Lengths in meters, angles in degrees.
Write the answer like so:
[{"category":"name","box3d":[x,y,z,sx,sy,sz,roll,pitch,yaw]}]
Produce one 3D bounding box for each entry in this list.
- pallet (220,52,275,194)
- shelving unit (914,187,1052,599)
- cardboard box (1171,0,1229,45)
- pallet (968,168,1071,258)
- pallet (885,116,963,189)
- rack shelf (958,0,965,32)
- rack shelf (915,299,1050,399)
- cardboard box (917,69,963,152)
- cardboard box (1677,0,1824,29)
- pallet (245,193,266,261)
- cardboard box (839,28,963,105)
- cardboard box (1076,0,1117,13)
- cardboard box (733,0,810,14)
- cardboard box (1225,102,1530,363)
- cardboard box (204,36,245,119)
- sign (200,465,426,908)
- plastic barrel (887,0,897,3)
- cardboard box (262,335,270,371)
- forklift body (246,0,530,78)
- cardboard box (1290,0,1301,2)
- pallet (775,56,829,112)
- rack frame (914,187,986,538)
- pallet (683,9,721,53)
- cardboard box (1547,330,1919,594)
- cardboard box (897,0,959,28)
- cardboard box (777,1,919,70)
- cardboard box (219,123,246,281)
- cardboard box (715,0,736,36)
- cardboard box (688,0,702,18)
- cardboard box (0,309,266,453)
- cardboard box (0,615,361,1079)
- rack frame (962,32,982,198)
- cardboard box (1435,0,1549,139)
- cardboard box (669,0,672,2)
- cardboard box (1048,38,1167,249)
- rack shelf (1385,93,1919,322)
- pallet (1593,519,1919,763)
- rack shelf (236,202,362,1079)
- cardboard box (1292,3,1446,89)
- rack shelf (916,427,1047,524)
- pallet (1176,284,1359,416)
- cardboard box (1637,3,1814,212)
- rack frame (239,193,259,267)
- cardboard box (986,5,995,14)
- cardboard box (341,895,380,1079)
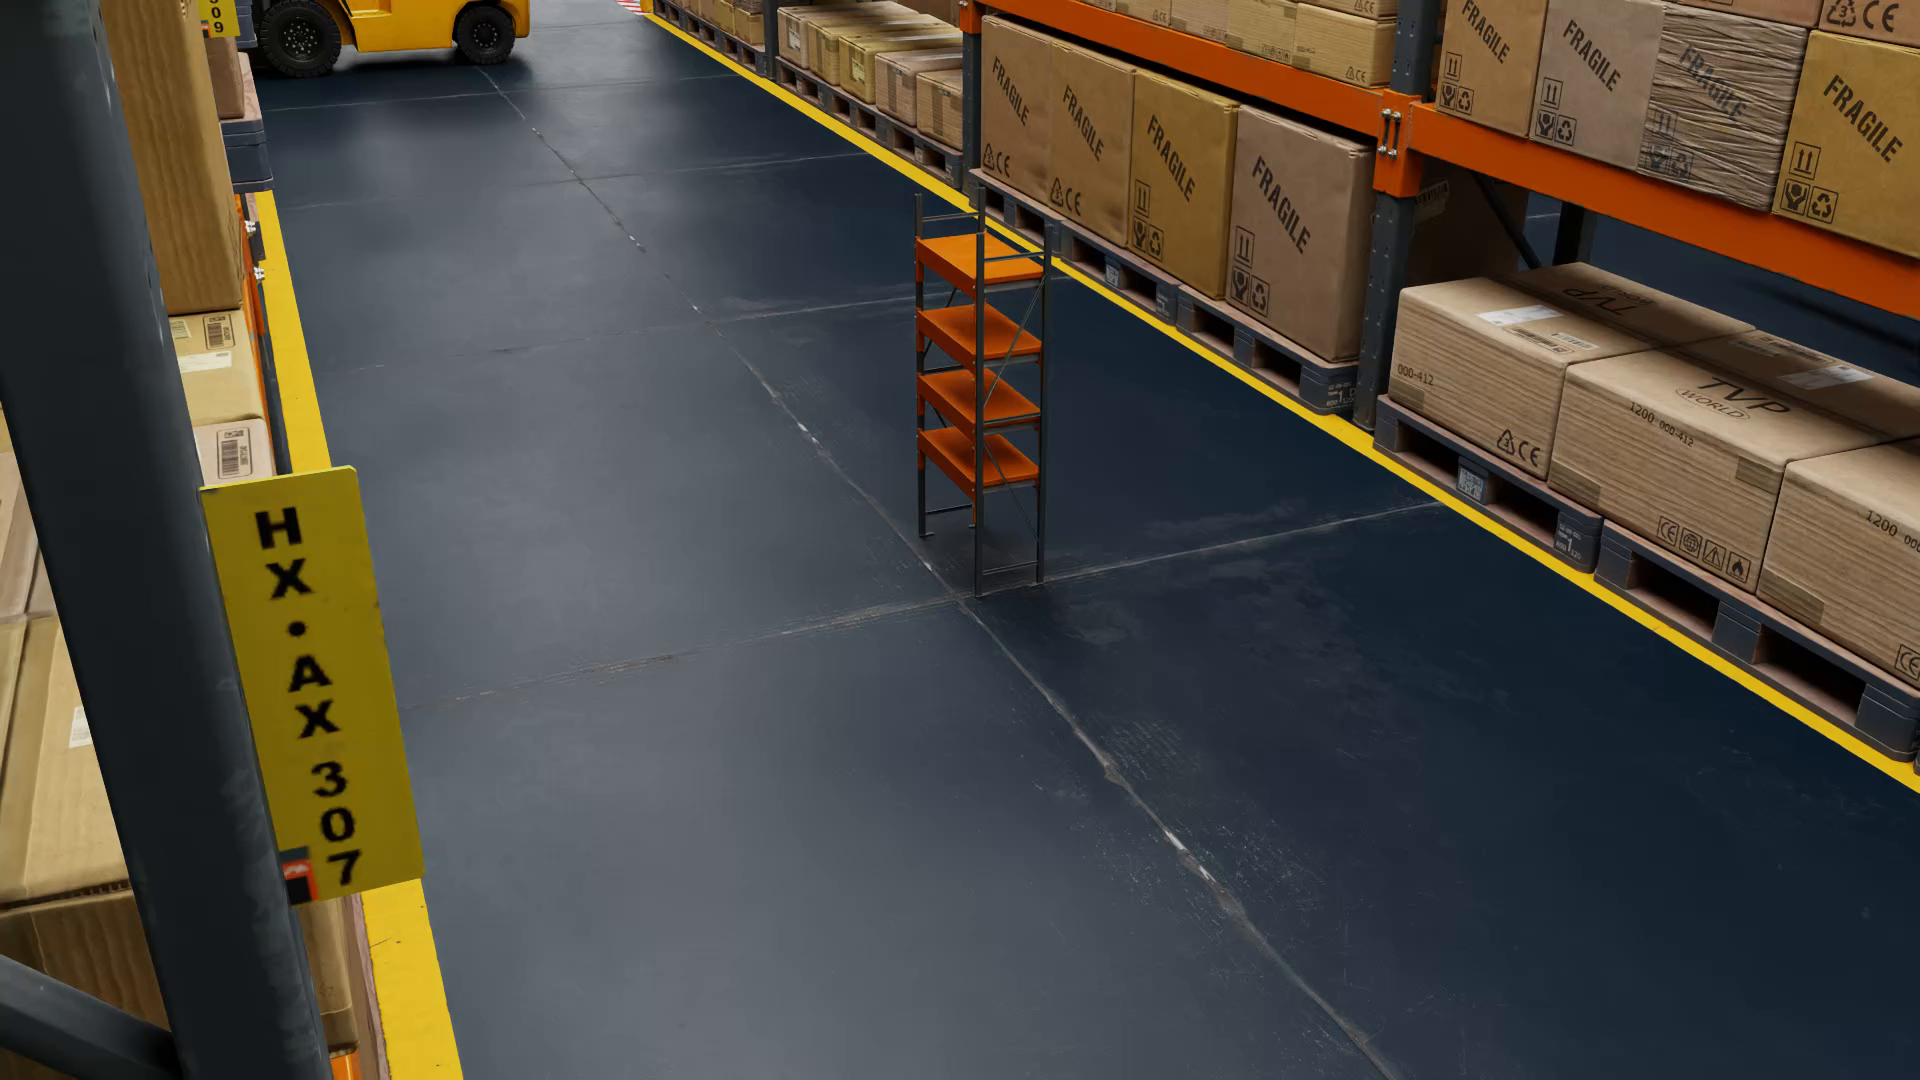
[{"category":"pallet","box3d":[-2.714,-1.281,5.173,1.003,0.211,1.213,-11,28,-21]},{"category":"shelving unit","box3d":[0.065,-0.472,5.350,0.258,1.200,0.503,-11,28,-21]},{"category":"cardboard box","box3d":[1.278,-2.363,7.342,0.500,0.250,0.500,-11,28,-22]},{"category":"pallet","box3d":[0.737,-1.910,9.422,1.003,0.211,1.213,-11,28,-21]},{"category":"pallet","box3d":[0.193,-2.557,10.747,1.003,0.211,1.213,-11,28,-21]},{"category":"rack shelf","box3d":[-0.286,-3.979,11.300,1.077,0.370,4.000,-11,28,-21]},{"category":"rack shelf","box3d":[0.065,-0.613,5.281,0.258,0.148,0.480,-11,28,-21]},{"category":"cardboard box","box3d":[0.286,-2.732,10.444,0.950,0.372,0.625,-13,29,-24]},{"category":"cardboard box","box3d":[2.410,-1.727,4.614,0.500,0.500,0.500,-10,28,-20]},{"category":"pallet","box3d":[-4.355,-1.726,9.045,1.003,0.211,1.213,-11,28,-21]},{"category":"cardboard box","box3d":[-0.303,-3.336,11.680,0.950,0.372,0.625,-10,28,-19]},{"category":"cardboard box","box3d":[0.875,-2.770,8.174,0.500,0.250,0.500,-10,28,-19]},{"category":"cardboard box","box3d":[-1.547,-4.592,13.538,0.500,0.500,0.500,-11,28,-21]},{"category":"cardboard box","box3d":[1.748,-1.350,7.040,0.875,0.875,0.875,-10,28,-19]},{"category":"cardboard box","box3d":[-2.485,-1.493,4.796,0.700,0.500,0.500,-10,28,-19]},{"category":"sign","box3d":[-0.436,0.107,1.126,0.100,0.325,0.005,-11,28,-21]},{"category":"plastic barrel","box3d":[-0.433,-4.993,15.494,0.512,0.421,0.421,8,27,15]},{"category":"cardboard box","box3d":[-3.090,-0.951,6.649,0.500,0.500,0.500,-12,28,-22]},{"category":"forklift body","box3d":[-4.780,-5.037,13.614,2.313,2.155,1.214,-11,28,-21]},{"category":"cardboard box","box3d":[1.465,-2.374,6.794,0.500,0.250,0.500,-10,28,-19]},{"category":"pallet","box3d":[-0.763,-3.542,12.765,1.003,0.211,1.213,-11,28,-21]},{"category":"rack frame","box3d":[-0.031,-0.571,5.552,0.240,1.200,0.015,-11,28,-21]},{"category":"pallet","box3d":[-1.846,-4.615,14.961,1.003,0.211,1.213,-11,28,-21]},{"category":"cardboard box","box3d":[2.562,-0.284,5.355,0.875,0.438,0.875,-11,28,-22]},{"category":"cardboard box","box3d":[-0.236,-4.654,14.709,0.500,0.500,0.500,8,27,15]},{"category":"cardboard box","box3d":[-0.861,-3.906,12.848,0.950,0.372,0.625,-10,28,-20]},{"category":"cardboard box","box3d":[-1.868,-0.728,3.655,0.500,0.250,0.500,-10,28,-20]},{"category":"cardboard box","box3d":[-1.765,-4.468,14.138,0.500,0.250,0.500,-11,28,-22]},{"category":"cardboard box","box3d":[-2.156,-4.879,14.979,0.500,0.250,0.500,-9,27,-17]},{"category":"cardboard box","box3d":[-1.264,-0.114,2.397,0.500,0.250,0.500,-11,28,-22]},{"category":"cardboard box","box3d":[-0.865,0.293,1.562,0.500,0.250,0.500,-10,28,-20]},{"category":"rack frame","box3d":[0.498,-3.495,9.489,1.000,3.000,0.127,-11,28,-21]},{"category":"cardboard box","box3d":[2.007,-1.690,5.679,0.500,0.500,0.500,-10,28,-19]},{"category":"cardboard box","box3d":[-2.574,-5.304,15.850,0.500,0.250,0.500,-11,28,-21]},{"category":"cardboard box","box3d":[1.037,-2.075,8.524,0.875,0.875,0.875,-10,28,-20]},{"category":"rack shelf","box3d":[2.847,-0.749,4.686,1.077,0.370,4.000,-11,28,-21]},{"category":"pallet","box3d":[2.772,0.187,5.127,1.003,0.211,1.213,-11,28,-21]},{"category":"rack shelf","box3d":[-1.718,0.105,2.936,1.077,0.370,4.000,-11,28,-21]},{"category":"cardboard box","box3d":[1.657,-1.950,6.497,0.500,0.250,0.500,-11,28,-22]},{"category":"rack shelf","box3d":[0.065,-0.233,5.467,0.258,0.148,0.480,-11,28,-21]},{"category":"pallet","box3d":[1.693,-0.925,7.405,1.003,0.211,1.213,-11,28,-21]},{"category":"cardboard box","box3d":[2.389,-1.285,4.848,0.500,0.500,0.500,-10,28,-20]},{"category":"rack frame","box3d":[-4.068,-2.640,7.739,1.000,3.000,0.127,-11,28,-21]},{"category":"cardboard box","box3d":[0.382,-5.329,16.090,0.637,0.503,0.797,13,29,24]},{"category":"cardboard box","box3d":[-1.386,0.909,2.840,0.700,0.500,0.500,-9,28,-18]}]
